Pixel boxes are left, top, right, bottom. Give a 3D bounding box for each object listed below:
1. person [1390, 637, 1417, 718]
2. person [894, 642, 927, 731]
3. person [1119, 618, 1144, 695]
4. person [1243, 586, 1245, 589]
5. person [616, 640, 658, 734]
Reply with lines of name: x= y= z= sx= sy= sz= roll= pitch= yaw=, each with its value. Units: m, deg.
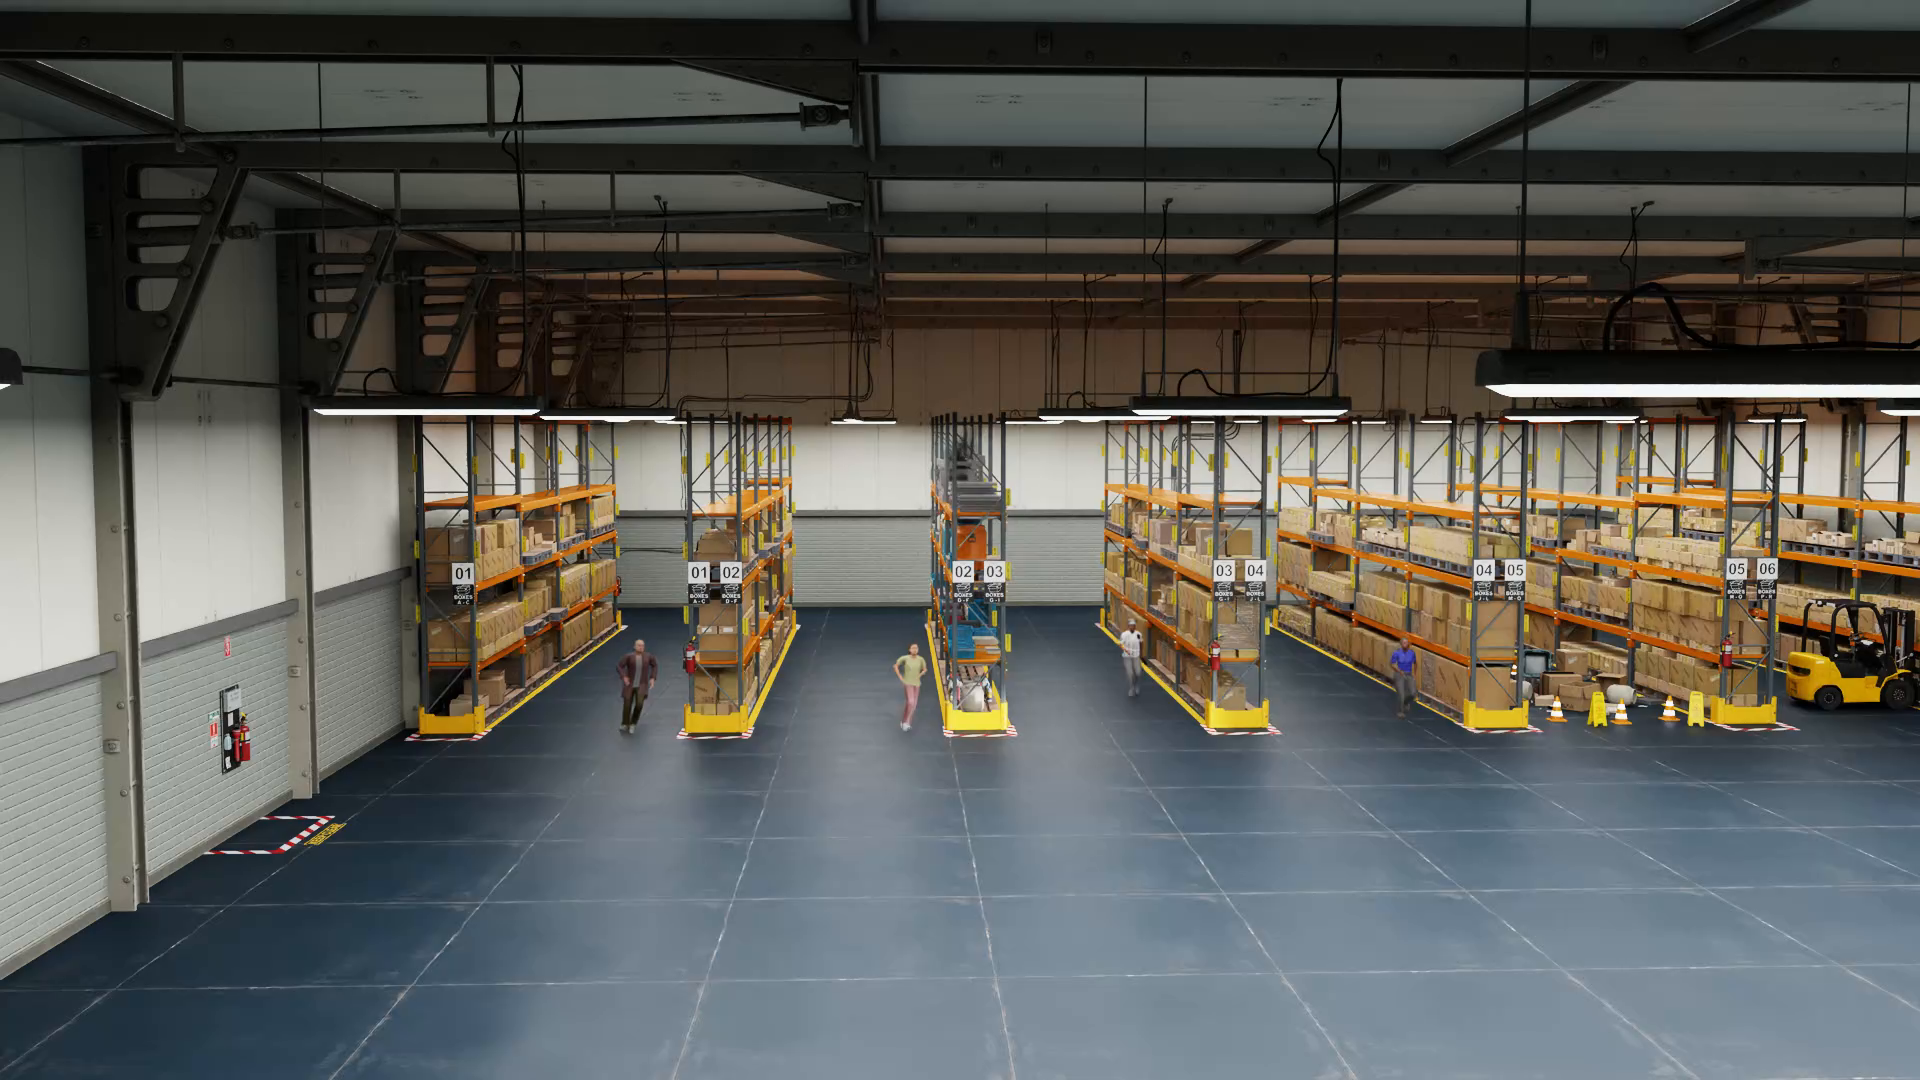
person: x=8.727 y=2.707 z=32.620 sx=0.585 sy=1.595 sz=0.564 roll=0 pitch=4 yaw=-3
person: x=-0.898 y=2.764 z=31.403 sx=0.605 sy=1.676 sz=0.607 roll=-2 pitch=4 yaw=-22
person: x=3.652 y=2.486 z=35.275 sx=0.576 sy=1.660 sz=0.573 roll=0 pitch=4 yaw=-4
person: x=8.489 y=1.647 z=48.440 sx=0.630 sy=1.602 sz=0.605 roll=-2 pitch=4 yaw=-24
person: x=-6.041 y=2.746 z=31.126 sx=0.774 sy=1.767 sz=0.680 roll=-1 pitch=4 yaw=-12
